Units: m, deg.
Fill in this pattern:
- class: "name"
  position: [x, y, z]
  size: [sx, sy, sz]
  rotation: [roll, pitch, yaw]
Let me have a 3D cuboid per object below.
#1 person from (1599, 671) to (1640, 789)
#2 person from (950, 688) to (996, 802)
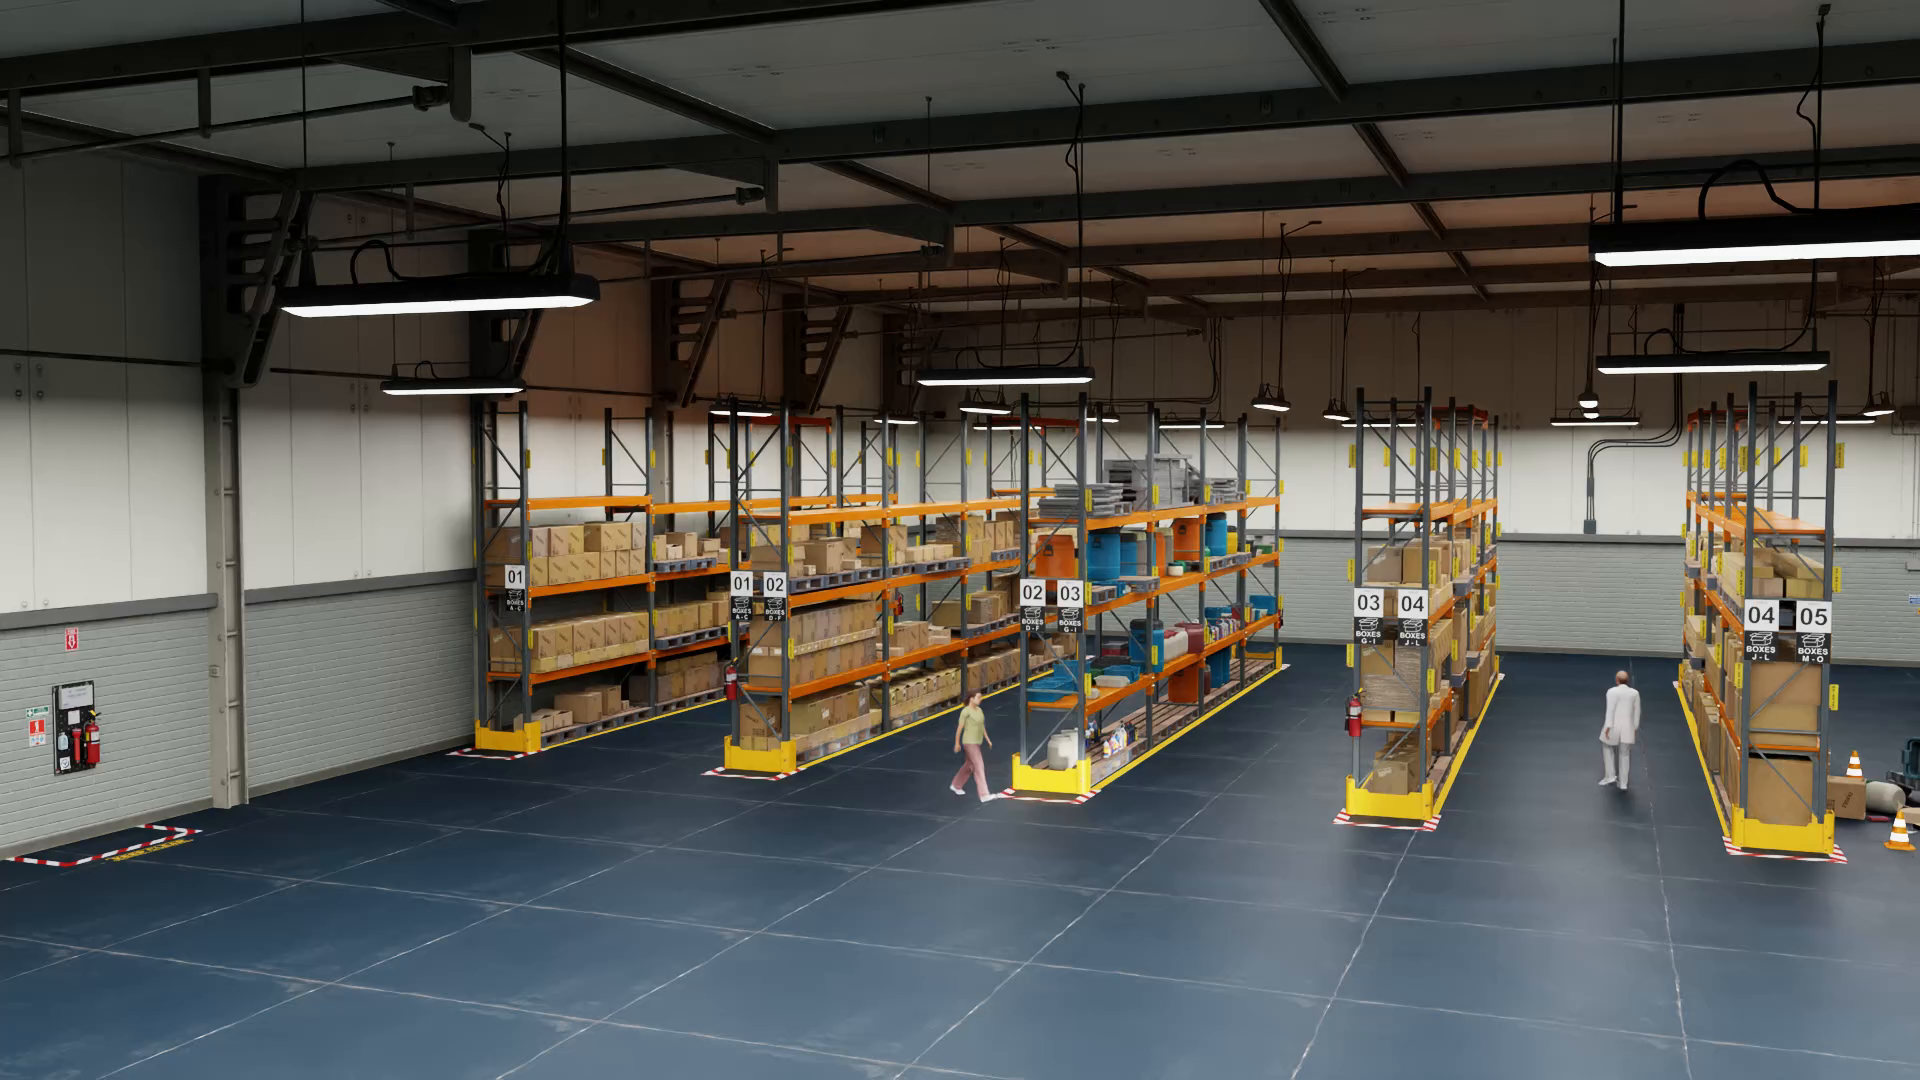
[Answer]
- class: "person"
  position: [10.054, 2.900, 25.257]
  size: [0.577, 1.814, 0.595]
  rotation: [0, 3, 10]
- class: "person"
  position: [0.199, 2.996, 24.474]
  size: [0.945, 1.637, 0.490]
  rotation: [1, 3, 28]
